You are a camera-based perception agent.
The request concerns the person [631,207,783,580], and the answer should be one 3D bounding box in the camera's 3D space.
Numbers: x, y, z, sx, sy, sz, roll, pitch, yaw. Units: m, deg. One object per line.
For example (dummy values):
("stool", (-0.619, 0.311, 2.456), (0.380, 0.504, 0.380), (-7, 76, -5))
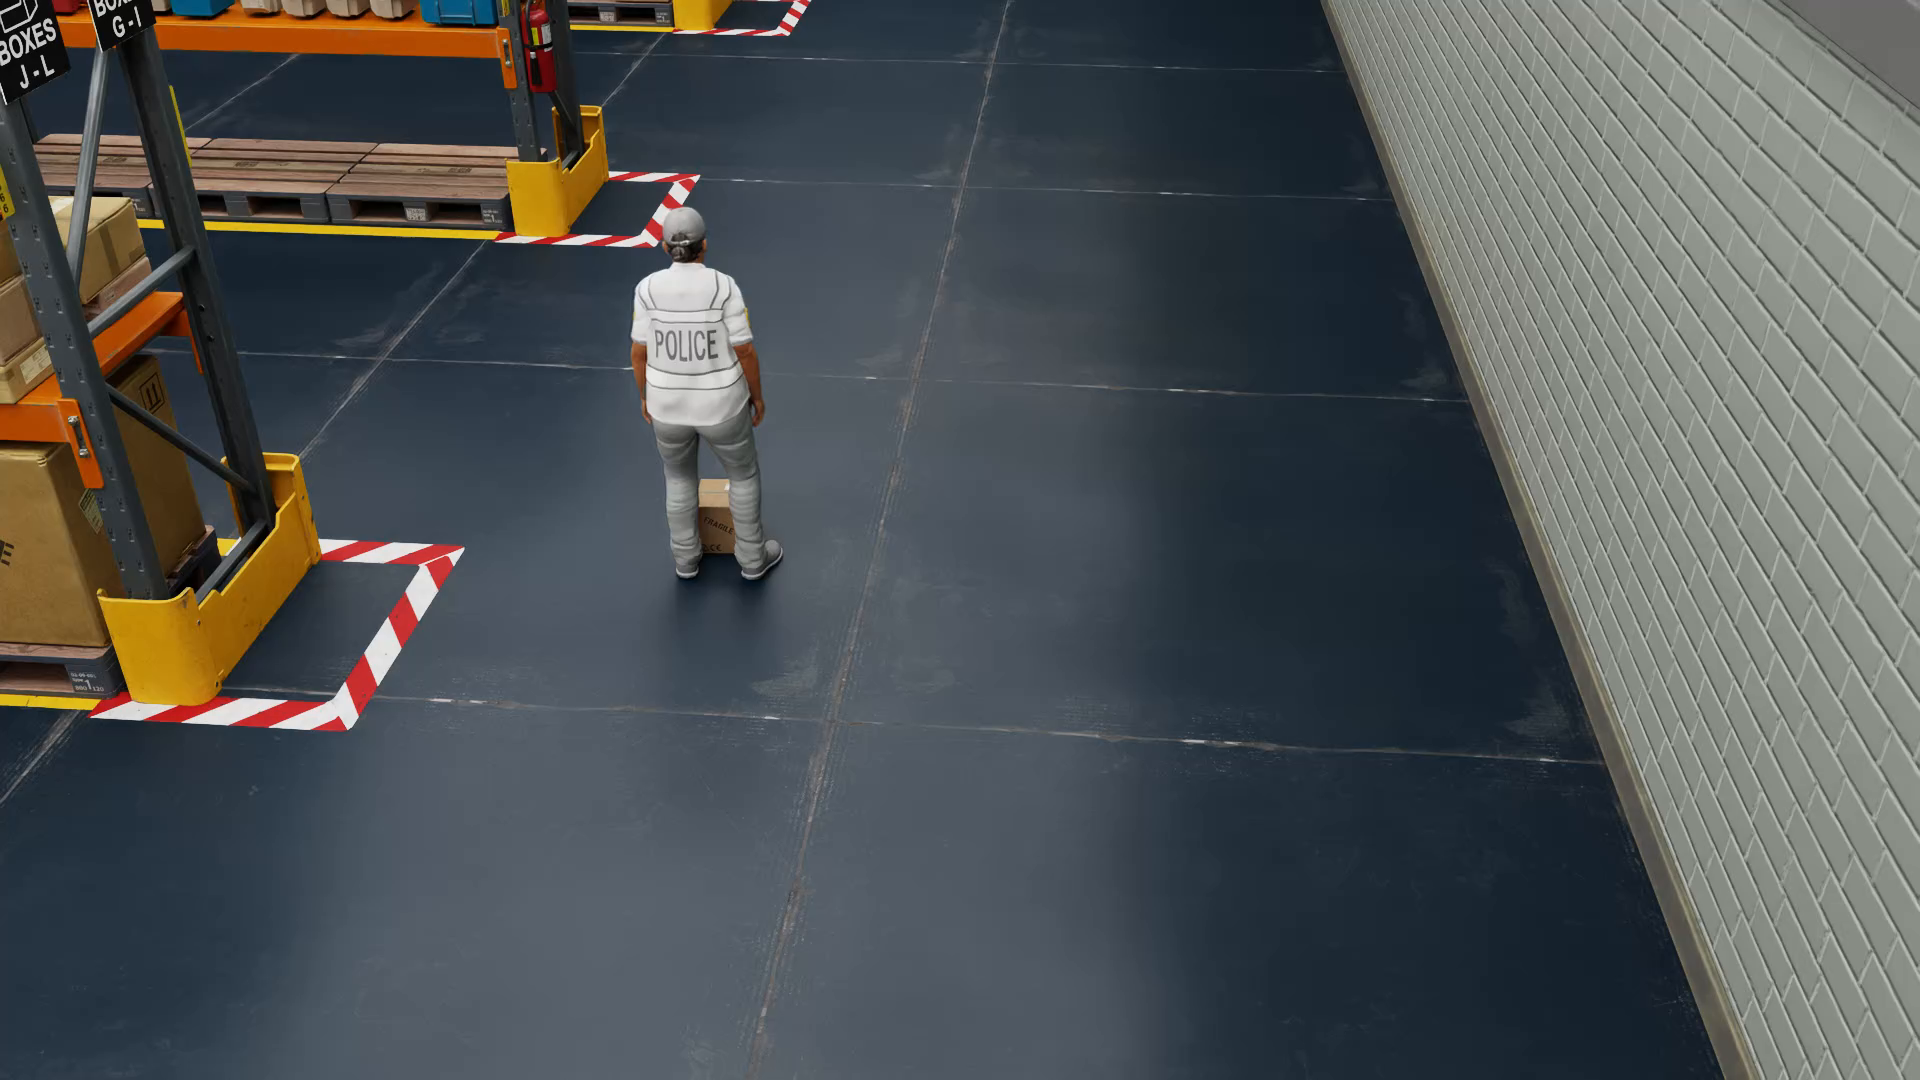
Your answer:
("person", (-1.088, -0.594, 7.075), (0.553, 1.666, 0.472), (2, 32, 3))
